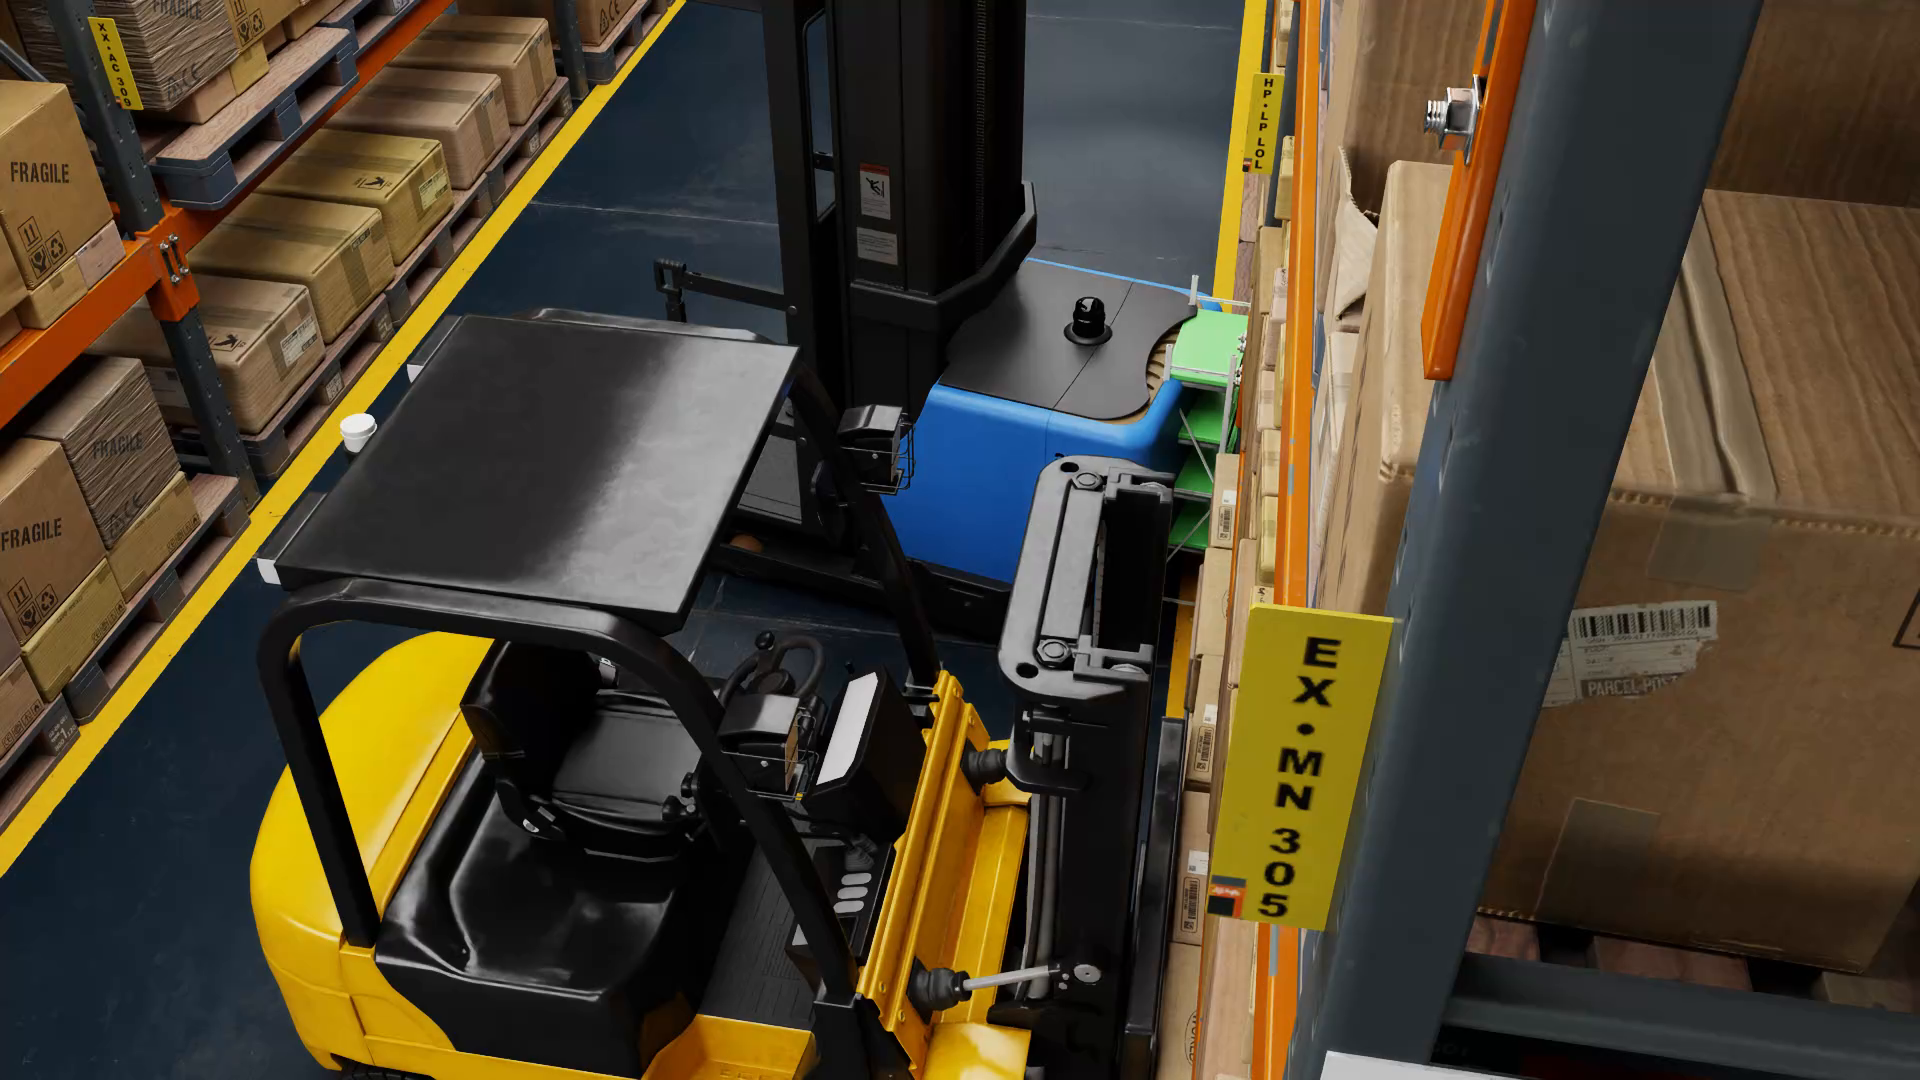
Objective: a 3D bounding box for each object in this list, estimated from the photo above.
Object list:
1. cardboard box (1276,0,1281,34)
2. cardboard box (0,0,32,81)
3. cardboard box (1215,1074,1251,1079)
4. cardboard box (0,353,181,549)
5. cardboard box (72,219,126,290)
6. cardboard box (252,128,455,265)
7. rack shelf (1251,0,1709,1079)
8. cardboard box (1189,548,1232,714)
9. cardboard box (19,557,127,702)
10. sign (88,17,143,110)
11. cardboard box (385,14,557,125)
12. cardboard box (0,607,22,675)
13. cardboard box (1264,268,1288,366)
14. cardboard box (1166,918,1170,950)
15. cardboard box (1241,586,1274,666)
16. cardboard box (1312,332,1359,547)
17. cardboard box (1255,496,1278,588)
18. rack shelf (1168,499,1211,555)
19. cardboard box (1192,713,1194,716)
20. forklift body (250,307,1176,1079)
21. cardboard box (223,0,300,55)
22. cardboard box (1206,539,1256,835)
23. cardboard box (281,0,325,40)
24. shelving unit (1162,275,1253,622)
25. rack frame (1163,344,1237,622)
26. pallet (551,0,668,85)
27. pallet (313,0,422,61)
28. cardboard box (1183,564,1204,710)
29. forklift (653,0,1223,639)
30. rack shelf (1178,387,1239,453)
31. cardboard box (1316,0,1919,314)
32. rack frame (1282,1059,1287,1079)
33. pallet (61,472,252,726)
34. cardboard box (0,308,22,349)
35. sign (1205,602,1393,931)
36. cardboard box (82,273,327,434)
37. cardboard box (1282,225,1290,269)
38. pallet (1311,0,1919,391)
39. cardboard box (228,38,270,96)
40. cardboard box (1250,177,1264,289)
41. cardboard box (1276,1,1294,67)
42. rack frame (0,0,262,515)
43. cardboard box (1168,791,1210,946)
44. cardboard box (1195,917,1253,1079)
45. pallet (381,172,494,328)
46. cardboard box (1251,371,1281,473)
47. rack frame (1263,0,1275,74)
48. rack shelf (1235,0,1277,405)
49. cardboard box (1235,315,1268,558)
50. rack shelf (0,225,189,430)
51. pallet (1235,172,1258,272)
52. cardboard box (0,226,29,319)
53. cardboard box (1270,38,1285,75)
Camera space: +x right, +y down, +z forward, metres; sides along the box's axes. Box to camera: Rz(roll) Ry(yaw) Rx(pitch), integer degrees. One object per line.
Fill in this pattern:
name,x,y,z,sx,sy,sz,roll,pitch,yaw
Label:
cardboard box,1.667,-2.364,7.372,0.500,0.250,0.500,5,40,6
cardboard box,-3.569,-1.977,6.146,0.500,0.500,0.500,6,40,7
cardboard box,0.573,1.008,2.589,0.380,0.149,0.250,7,40,8
cardboard box,-3.261,-0.337,6.043,0.500,0.500,0.500,6,40,7
cardboard box,-3.178,-1.015,5.820,0.380,0.149,0.250,6,40,7
cardboard box,-3.095,-1.713,8.201,0.950,0.372,0.625,8,40,9
rack shelf,1.120,-0.425,3.121,1.077,0.370,4.000,6,40,8
cardboard box,0.975,0.300,5.077,0.500,0.250,0.500,6,40,8
cardboard box,-3.343,0.287,5.877,0.500,0.250,0.500,5,40,6
sign,-2.887,-1.625,5.682,0.100,0.325,0.005,6,40,8
cardboard box,-2.839,-2.653,9.337,0.950,0.372,0.625,4,40,5
cardboard box,-3.435,0.303,5.269,0.500,0.500,0.500,8,40,10
cardboard box,0.982,-0.552,4.243,0.380,0.149,0.250,7,40,9
cardboard box,0.807,1.120,4.477,0.500,0.250,0.500,6,40,8
cardboard box,0.751,0.245,3.278,0.380,0.149,0.250,7,40,9
cardboard box,0.618,-0.104,1.957,0.380,0.149,0.250,5,40,6
cardboard box,0.865,0.049,3.749,0.380,0.149,0.250,6,40,7
rack shelf,0.886,-0.081,6.375,0.258,0.148,0.480,11,40,13
cardboard box,0.993,0.489,5.240,0.500,0.250,0.500,6,40,7
forklift body,-0.695,0.645,4.282,2.313,2.155,1.214,6,40,8
cardboard box,-2.973,-2.239,6.462,0.500,0.500,0.500,7,40,8
cardboard box,0.864,0.369,3.871,0.500,0.500,0.500,7,40,8
cardboard box,-2.905,-2.223,6.952,0.380,0.149,0.250,7,40,8
shelving unit,0.887,-0.319,6.186,0.258,1.200,0.503,11,40,13
rack frame,0.818,-0.173,6.003,0.240,1.200,0.015,11,40,13
pallet,-2.520,-3.269,10.538,1.003,0.211,1.213,6,40,8
pallet,-3.033,-2.536,7.614,1.003,0.211,1.213,6,40,8
cardboard box,1.057,0.363,5.785,0.500,0.250,0.500,7,40,8
forklift,-0.579,-1.279,5.997,3.031,2.935,1.130,14,42,17
rack shelf,0.887,-0.456,6.076,0.258,0.148,0.480,11,40,13
cardboard box,0.886,-0.623,2.309,0.700,0.500,0.500,7,40,8
rack frame,0.774,1.709,2.329,1.000,3.000,0.127,6,40,8
pallet,-3.505,0.153,6.399,1.003,0.211,1.213,6,40,8
cardboard box,-3.337,-0.702,5.442,0.380,0.149,0.250,7,40,8
sign,0.242,0.173,1.200,0.100,0.325,0.005,6,40,8
cardboard box,-3.335,-0.825,7.127,0.950,0.372,0.625,7,40,8
cardboard box,1.109,-0.756,4.723,0.380,0.149,0.250,7,40,9
pallet,1.131,-0.622,2.864,1.003,0.211,1.213,6,40,8
cardboard box,-2.964,-1.879,6.537,0.380,0.149,0.250,7,40,9
cardboard box,1.296,-1.089,5.831,0.500,0.250,0.500,7,40,9
cardboard box,1.343,-1.821,6.010,0.380,0.149,0.250,5,40,6
rack frame,-3.423,-1.347,6.025,1.000,3.000,0.127,6,40,8
cardboard box,0.802,0.942,4.301,0.500,0.250,0.500,6,40,7
cardboard box,0.700,1.008,3.099,0.500,0.500,0.500,8,40,9
pallet,-3.081,-1.529,8.433,1.003,0.211,1.213,6,40,8
cardboard box,0.929,-0.279,4.146,0.380,0.149,0.250,6,40,7
rack frame,2.159,-3.312,8.402,1.000,3.000,0.127,6,40,8
rack shelf,1.812,-1.780,7.113,1.077,0.370,4.000,6,40,8
cardboard box,1.059,-0.262,4.634,0.500,0.500,0.500,7,40,8
rack shelf,-3.769,0.186,4.736,1.077,0.370,4.000,6,40,8
pallet,1.978,-1.725,8.671,1.003,0.211,1.213,6,40,8
cardboard box,-3.337,-0.870,5.136,0.500,0.500,0.500,8,40,9
cardboard box,1.381,-1.597,6.052,0.500,0.250,0.500,5,40,7
